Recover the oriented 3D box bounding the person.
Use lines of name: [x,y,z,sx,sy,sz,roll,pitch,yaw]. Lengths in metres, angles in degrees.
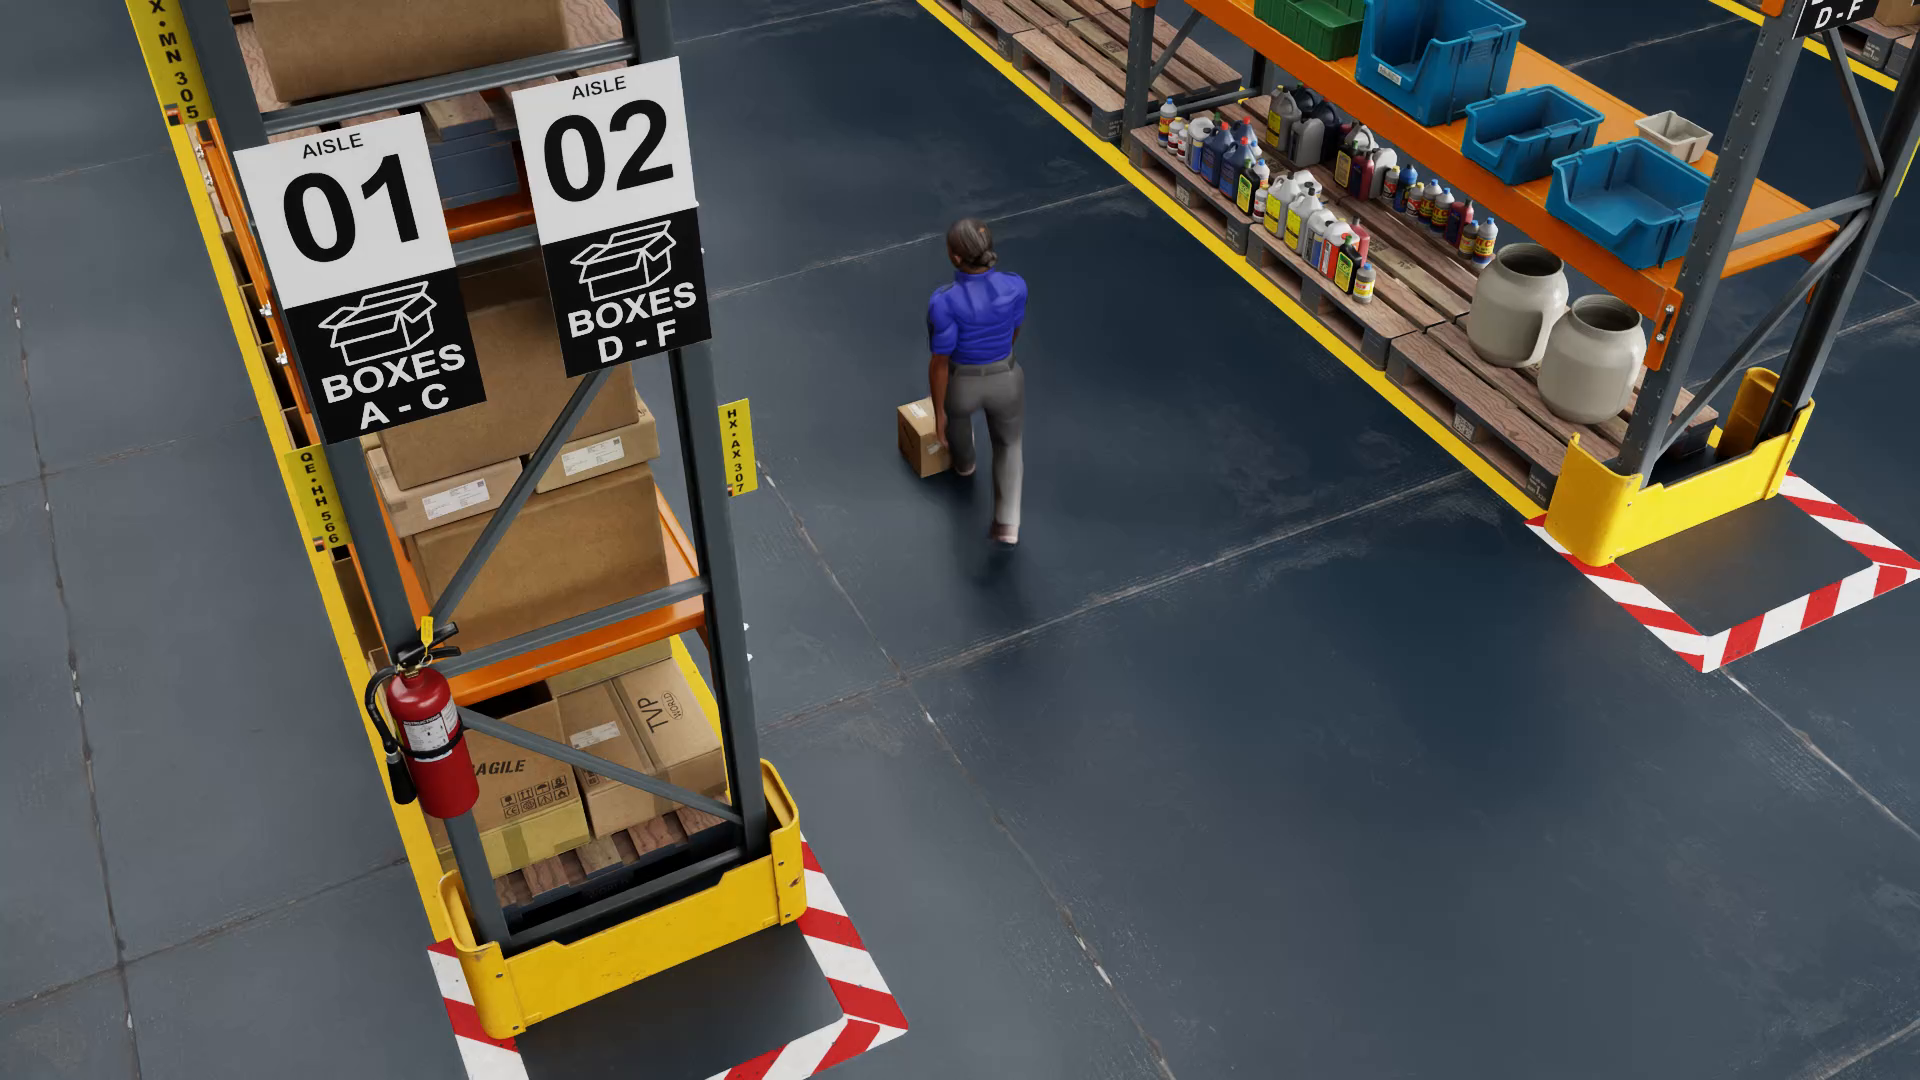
person: [0.054,-0.732,7.059,0.427,1.553,1.009,-5,42,-6]
